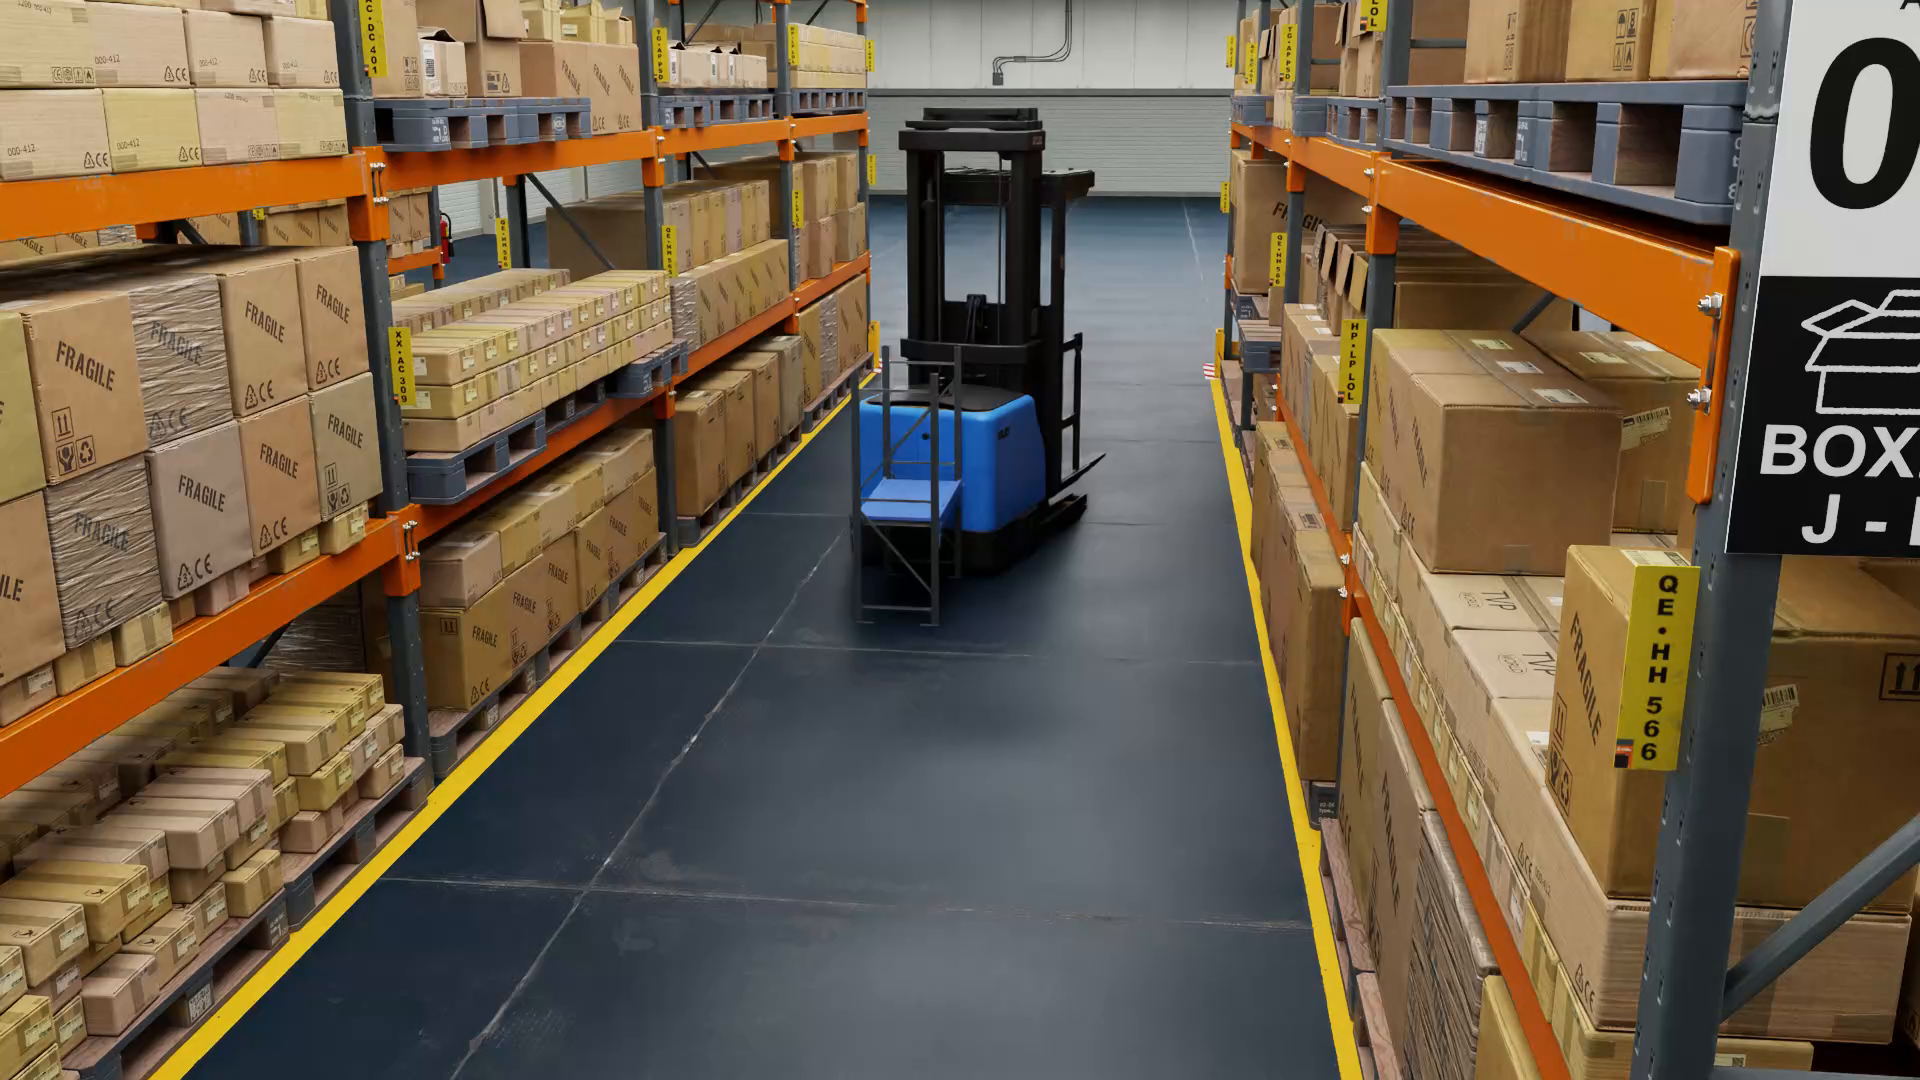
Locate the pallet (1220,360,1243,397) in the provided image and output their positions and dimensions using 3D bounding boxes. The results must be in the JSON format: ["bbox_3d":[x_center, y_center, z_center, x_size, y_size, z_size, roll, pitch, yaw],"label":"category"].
[{"bbox_3d":[3.265,-1.685,17.491,1.003,0.211,1.213,2,15,6],"label":"pallet"}]

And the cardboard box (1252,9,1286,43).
[{"bbox_3d":[2.747,-4.229,14.089,0.500,0.500,0.500,1,15,5],"label":"cardboard box"}]

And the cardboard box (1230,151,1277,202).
[{"bbox_3d":[3.005,-3.671,16.816,0.500,0.500,0.500,2,15,6],"label":"cardboard box"}]

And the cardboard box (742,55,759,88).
[{"bbox_3d":[-1.888,-3.696,13.127,0.500,0.250,0.500,2,15,6],"label":"cardboard box"}]

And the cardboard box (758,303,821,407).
[{"bbox_3d":[-1.827,-1.734,15.593,0.875,0.875,0.875,2,15,7],"label":"cardboard box"}]

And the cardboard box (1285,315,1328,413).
[{"bbox_3d":[2.117,-0.982,9.357,0.500,0.500,0.500,1,15,5],"label":"cardboard box"}]

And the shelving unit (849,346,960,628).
[{"bbox_3d":[-0.322,-0.352,10.092,0.538,1.500,1.048,2,15,6],"label":"shelving unit"}]

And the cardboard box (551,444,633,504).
[{"bbox_3d":[-2.282,-0.400,9.942,0.500,0.250,0.500,2,15,7],"label":"cardboard box"}]

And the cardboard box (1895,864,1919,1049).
[{"bbox_3d":[1.918,0.701,3.040,0.500,0.250,0.500,1,15,5],"label":"cardboard box"}]

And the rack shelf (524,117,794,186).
[{"bbox_3d":[-2.193,-2.978,12.559,1.077,0.370,4.000,2,15,6],"label":"rack shelf"}]

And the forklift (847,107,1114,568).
[{"bbox_3d":[0.314,-1.571,11.856,1.130,2.935,3.031,7,17,23],"label":"forklift"}]

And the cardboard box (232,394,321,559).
[{"bbox_3d":[-2.704,-0.244,6.057,0.500,0.500,0.500,1,15,5],"label":"cardboard box"}]

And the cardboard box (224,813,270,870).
[{"bbox_3d":[-2.756,1.070,6.047,0.380,0.149,0.250,2,15,8],"label":"cardboard box"}]

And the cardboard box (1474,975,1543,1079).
[{"bbox_3d":[1.588,1.544,3.473,0.875,0.875,0.875,2,15,6],"label":"cardboard box"}]

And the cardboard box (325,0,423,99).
[{"bbox_3d":[-2.718,-2.115,6.994,0.700,0.500,0.500,2,15,6],"label":"cardboard box"}]

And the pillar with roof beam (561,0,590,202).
[{"bbox_3d":[-5.367,-12.538,40.790,9.100,9.000,0.400,2,15,6],"label":"pillar with roof beam"}]

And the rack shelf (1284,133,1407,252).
[{"bbox_3d":[2.272,-1.768,8.085,1.077,0.370,4.000,2,15,6],"label":"rack shelf"}]

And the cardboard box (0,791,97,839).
[{"bbox_3d":[-3.250,0.990,5.770,0.380,0.149,0.250,1,15,4],"label":"cardboard box"}]

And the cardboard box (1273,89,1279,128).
[{"bbox_3d":[2.410,-2.951,11.371,0.500,0.250,0.500,2,15,8],"label":"cardboard box"}]

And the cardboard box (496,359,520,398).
[{"bbox_3d":[-2.313,-0.769,7.865,0.380,0.149,0.250,2,15,8],"label":"cardboard box"}]

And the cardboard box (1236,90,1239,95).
[{"bbox_3d":[3.038,-4.385,16.673,0.500,0.250,0.500,1,15,5],"label":"cardboard box"}]

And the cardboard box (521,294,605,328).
[{"bbox_3d":[-2.167,-1.251,9.079,0.380,0.149,0.250,2,15,9],"label":"cardboard box"}]

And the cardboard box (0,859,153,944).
[{"bbox_3d":[-2.796,1.135,5.235,0.380,0.149,0.250,2,15,7],"label":"cardboard box"}]

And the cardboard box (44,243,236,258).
[{"bbox_3d":[-3.163,-0.886,6.513,0.500,0.500,0.500,2,15,8],"label":"cardboard box"}]

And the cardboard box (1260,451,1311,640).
[{"bbox_3d":[2.291,0.046,9.010,1.225,0.875,0.875,2,15,6],"label":"cardboard box"}]

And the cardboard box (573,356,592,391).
[{"bbox_3d":[-2.195,-0.895,8.902,0.380,0.149,0.250,1,15,4],"label":"cardboard box"}]

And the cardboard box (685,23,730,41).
[{"bbox_3d":[-2.243,-4.463,14.630,0.380,0.149,0.250,2,15,6],"label":"cardboard box"}]

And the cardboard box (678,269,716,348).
[{"bbox_3d":[-2.045,-1.647,11.815,0.500,0.500,0.500,2,15,6],"label":"cardboard box"}]

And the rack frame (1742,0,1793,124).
[{"bbox_3d":[1.595,-2.007,1.845,1.000,3.000,0.127,2,15,6],"label":"rack frame"}]

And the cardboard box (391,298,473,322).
[{"bbox_3d":[-2.842,-1.207,8.917,0.380,0.149,0.250,1,15,5],"label":"cardboard box"}]

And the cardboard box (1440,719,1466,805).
[{"bbox_3d":[1.451,0.576,4.267,0.380,0.149,0.250,2,15,6],"label":"cardboard box"}]

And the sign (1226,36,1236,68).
[{"bbox_3d":[2.862,-5.147,17.528,0.100,0.325,0.005,2,15,6],"label":"sign"}]

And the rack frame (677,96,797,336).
[{"bbox_3d":[-1.967,-2.396,14.775,1.000,3.000,0.127,2,15,6],"label":"rack frame"}]

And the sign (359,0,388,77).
[{"bbox_3d":[-2.330,-2.004,6.591,0.100,0.325,0.005,2,15,6],"label":"sign"}]

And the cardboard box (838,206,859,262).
[{"bbox_3d":[-1.553,-3.265,17.702,0.875,0.550,0.550,2,15,6],"label":"cardboard box"}]

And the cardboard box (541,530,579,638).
[{"bbox_3d":[-2.419,0.226,9.065,0.500,0.500,0.500,2,15,7],"label":"cardboard box"}]

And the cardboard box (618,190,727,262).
[{"bbox_3d":[-2.189,-2.402,12.692,0.700,0.500,0.500,2,15,6],"label":"cardboard box"}]

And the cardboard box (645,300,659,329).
[{"bbox_3d":[-2.051,-1.372,10.098,0.380,0.149,0.250,2,15,8],"label":"cardboard box"}]

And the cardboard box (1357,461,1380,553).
[{"bbox_3d":[1.733,-0.106,6.023,0.500,0.250,0.500,1,15,5],"label":"cardboard box"}]

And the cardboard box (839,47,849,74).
[{"bbox_3d":[-1.408,-4.808,16.672,0.500,0.250,0.500,2,15,6],"label":"cardboard box"}]

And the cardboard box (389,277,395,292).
[{"bbox_3d":[-6.283,-2.725,17.779,0.380,0.149,0.250,2,15,7],"label":"cardboard box"}]

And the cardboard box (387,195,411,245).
[{"bbox_3d":[-6.294,-3.466,17.972,0.500,0.500,0.500,2,15,6],"label":"cardboard box"}]

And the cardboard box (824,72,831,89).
[{"bbox_3d":[-1.447,-4.388,15.883,0.380,0.149,0.250,2,15,6],"label":"cardboard box"}]

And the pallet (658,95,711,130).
[{"bbox_3d":[-2.399,-2.884,11.195,1.213,0.211,1.003,2,15,9],"label":"pallet"}]

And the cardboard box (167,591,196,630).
[{"bbox_3d":[-2.816,0.221,5.580,0.380,0.149,0.250,1,15,5],"label":"cardboard box"}]

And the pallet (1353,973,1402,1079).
[{"bbox_3d":[1.748,1.710,4.935,1.003,0.211,1.213,2,15,6],"label":"pallet"}]

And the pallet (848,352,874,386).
[{"bbox_3d":[-1.529,-1.877,18.201,1.003,0.211,1.213,2,15,6],"label":"pallet"}]

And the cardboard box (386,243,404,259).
[{"bbox_3d":[-6.243,-3.126,17.956,0.380,0.149,0.250,2,15,7],"label":"cardboard box"}]

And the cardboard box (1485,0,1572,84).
[{"bbox_3d":[1.753,-1.420,4.234,0.700,0.500,0.500,2,15,9],"label":"cardboard box"}]

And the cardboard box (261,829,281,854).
[{"bbox_3d":[-2.804,1.164,6.266,0.380,0.149,0.250,1,15,5],"label":"cardboard box"}]

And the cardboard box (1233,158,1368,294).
[{"bbox_3d":[2.721,-2.514,13.258,1.000,1.000,1.000,2,15,7],"label":"cardboard box"}]

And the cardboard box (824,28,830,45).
[{"bbox_3d":[-1.446,-4.773,15.778,0.380,0.149,0.250,2,15,6],"label":"cardboard box"}]

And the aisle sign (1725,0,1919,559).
[{"bbox_3d":[1.289,-0.356,2.252,0.394,0.787,0.004,2,15,6],"label":"aisle sign"}]
